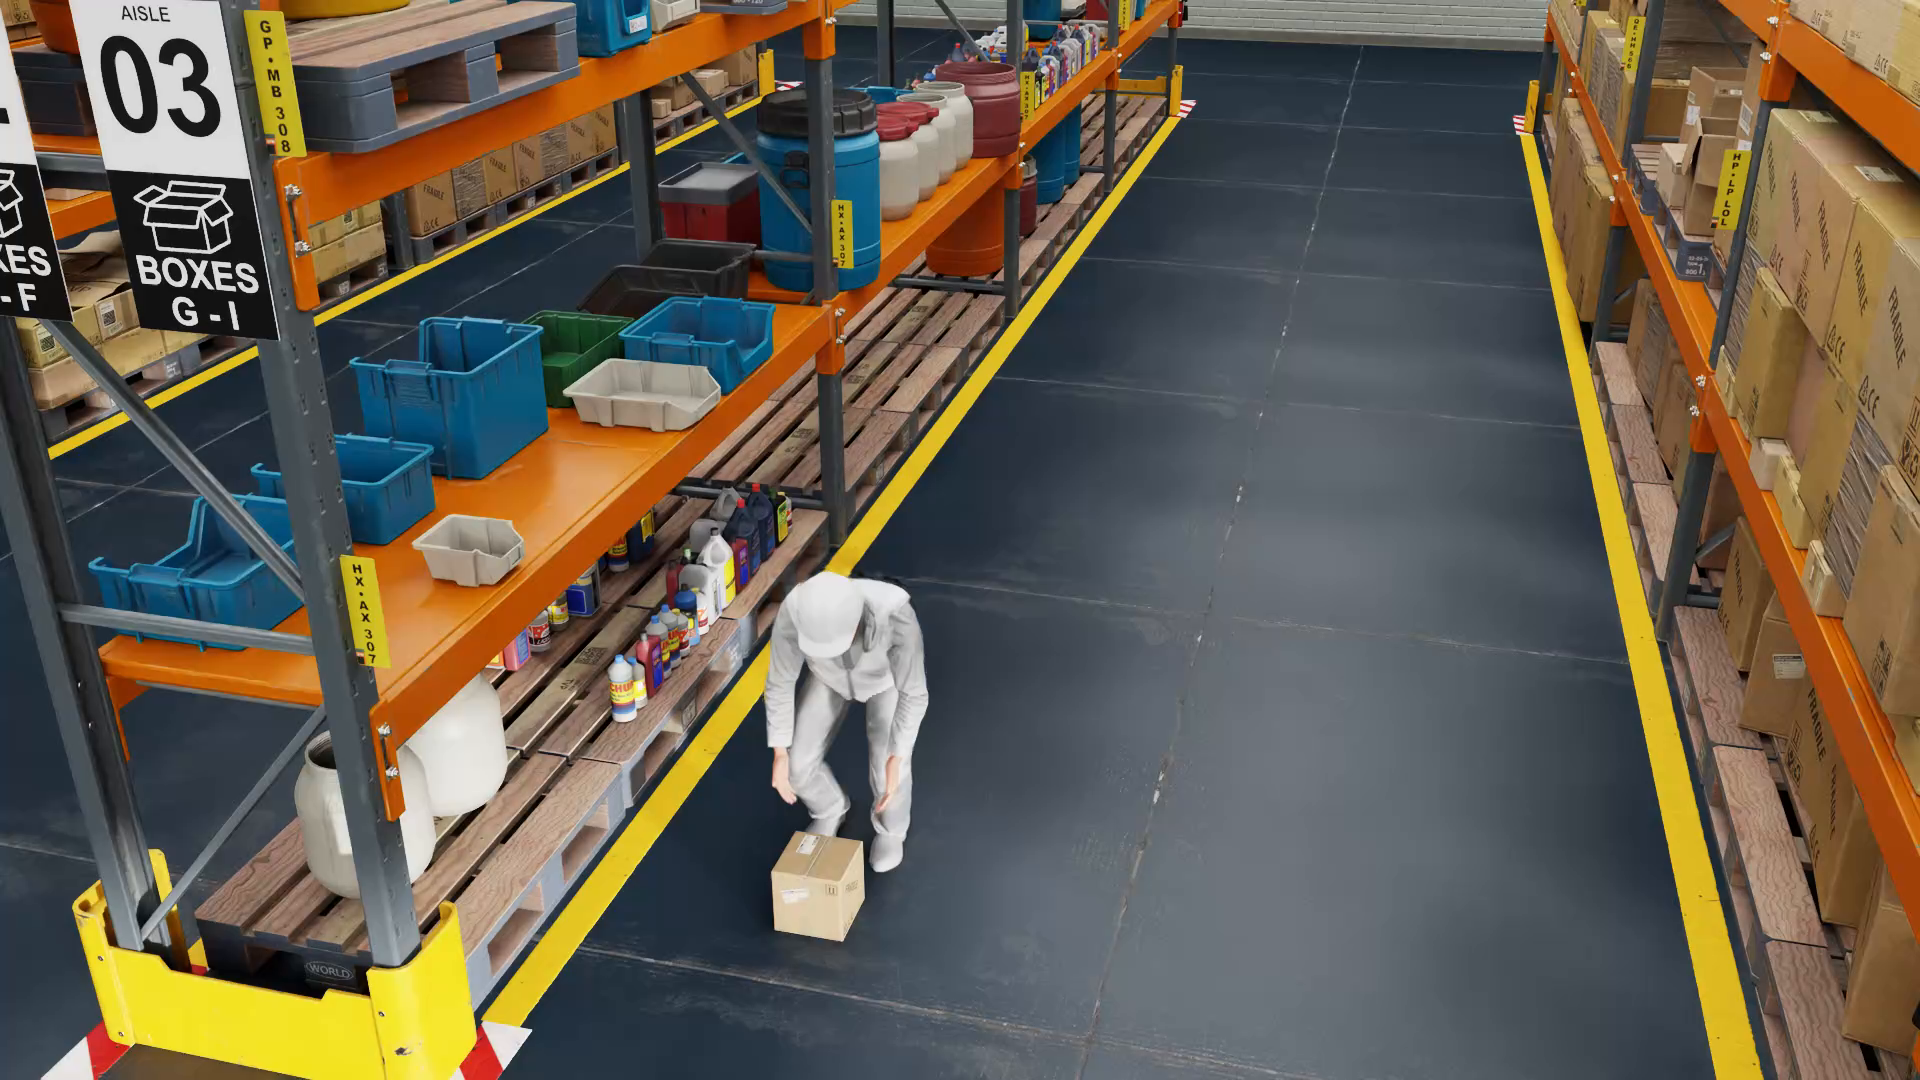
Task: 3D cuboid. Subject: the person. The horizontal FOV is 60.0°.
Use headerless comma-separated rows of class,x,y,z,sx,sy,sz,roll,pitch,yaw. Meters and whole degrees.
person,-0.365,0.580,5.905,0.585,1.299,0.823,6,26,13
